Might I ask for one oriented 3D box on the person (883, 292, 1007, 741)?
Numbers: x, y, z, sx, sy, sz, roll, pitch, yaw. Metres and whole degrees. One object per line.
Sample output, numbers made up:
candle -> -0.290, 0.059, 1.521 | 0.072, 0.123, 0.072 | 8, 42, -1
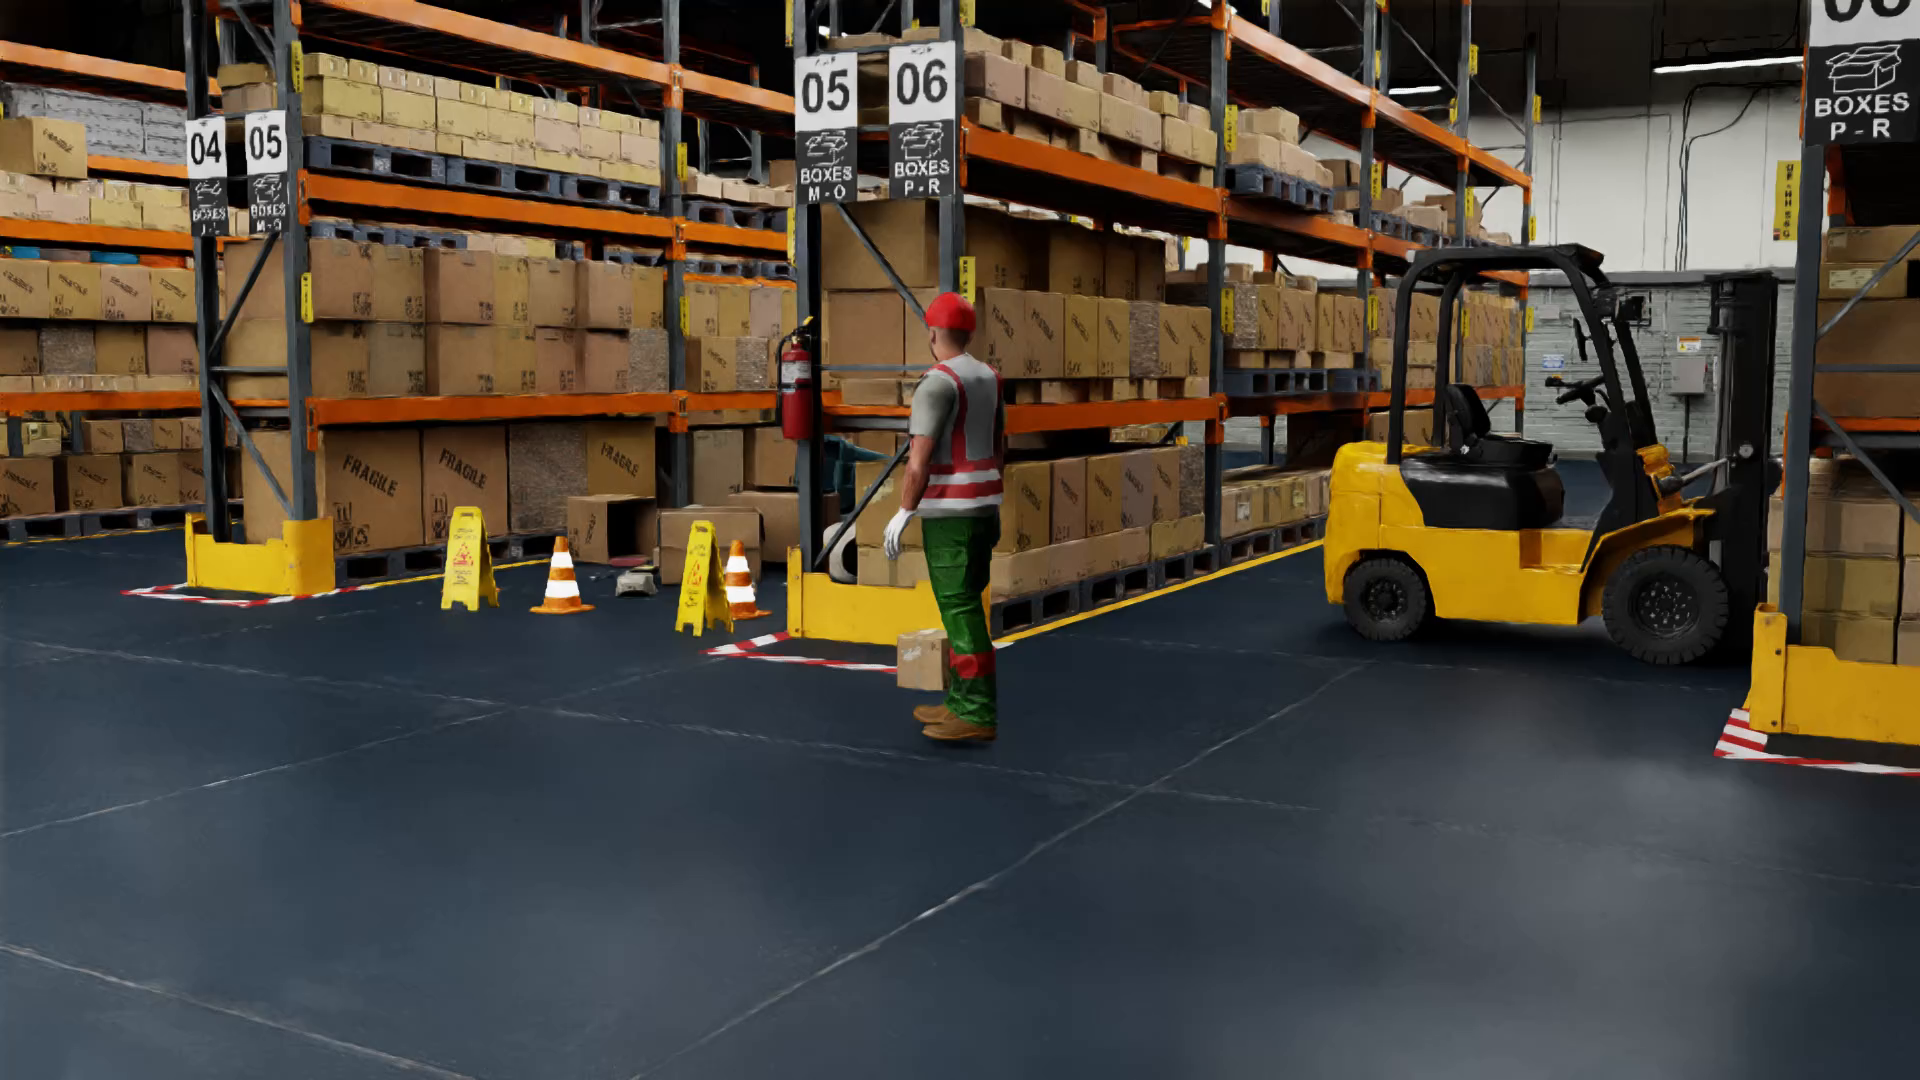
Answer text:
person -> -0.049, -0.097, 6.713 | 0.485, 1.795, 0.605 | 3, 7, 29
